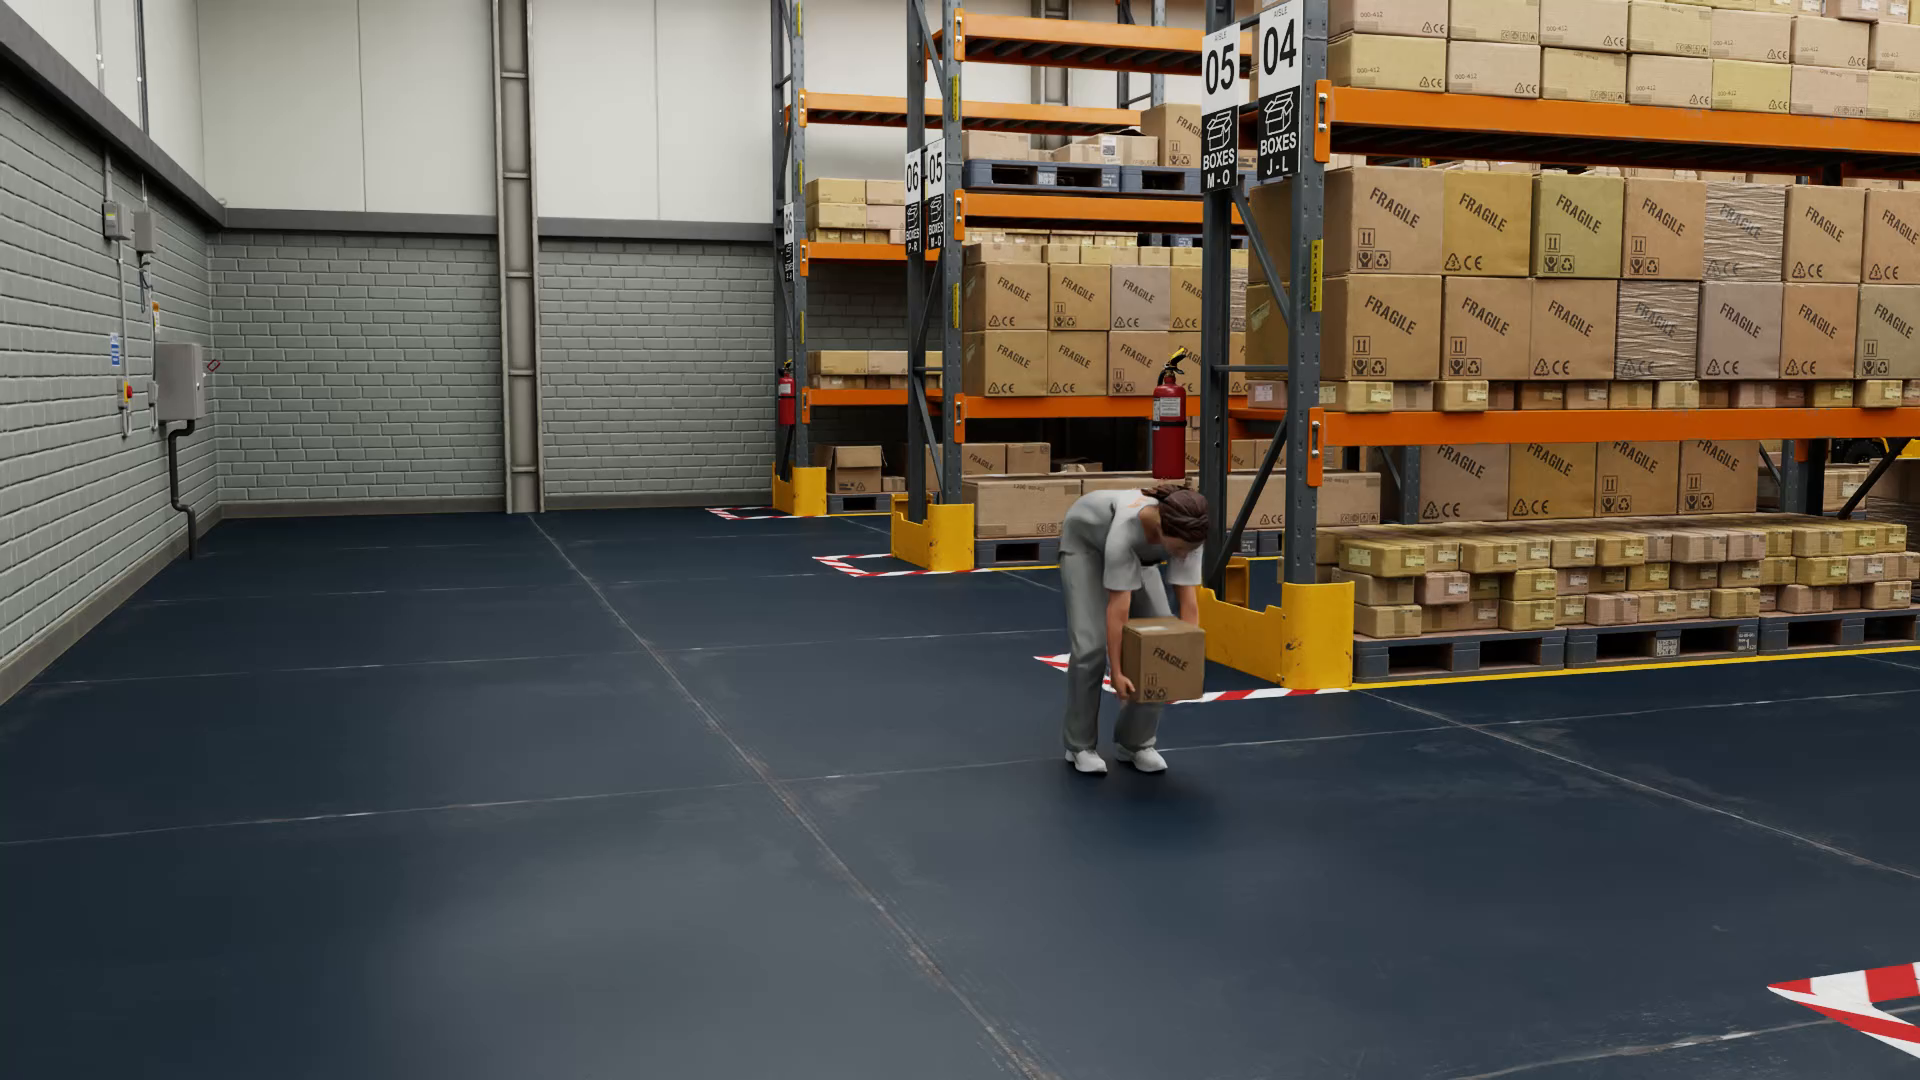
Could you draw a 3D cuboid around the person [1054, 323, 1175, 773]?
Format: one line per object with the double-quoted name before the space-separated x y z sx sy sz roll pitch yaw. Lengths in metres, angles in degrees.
"person" 0.595 0.026 6.267 0.482 1.674 0.415 -2 6 -20
